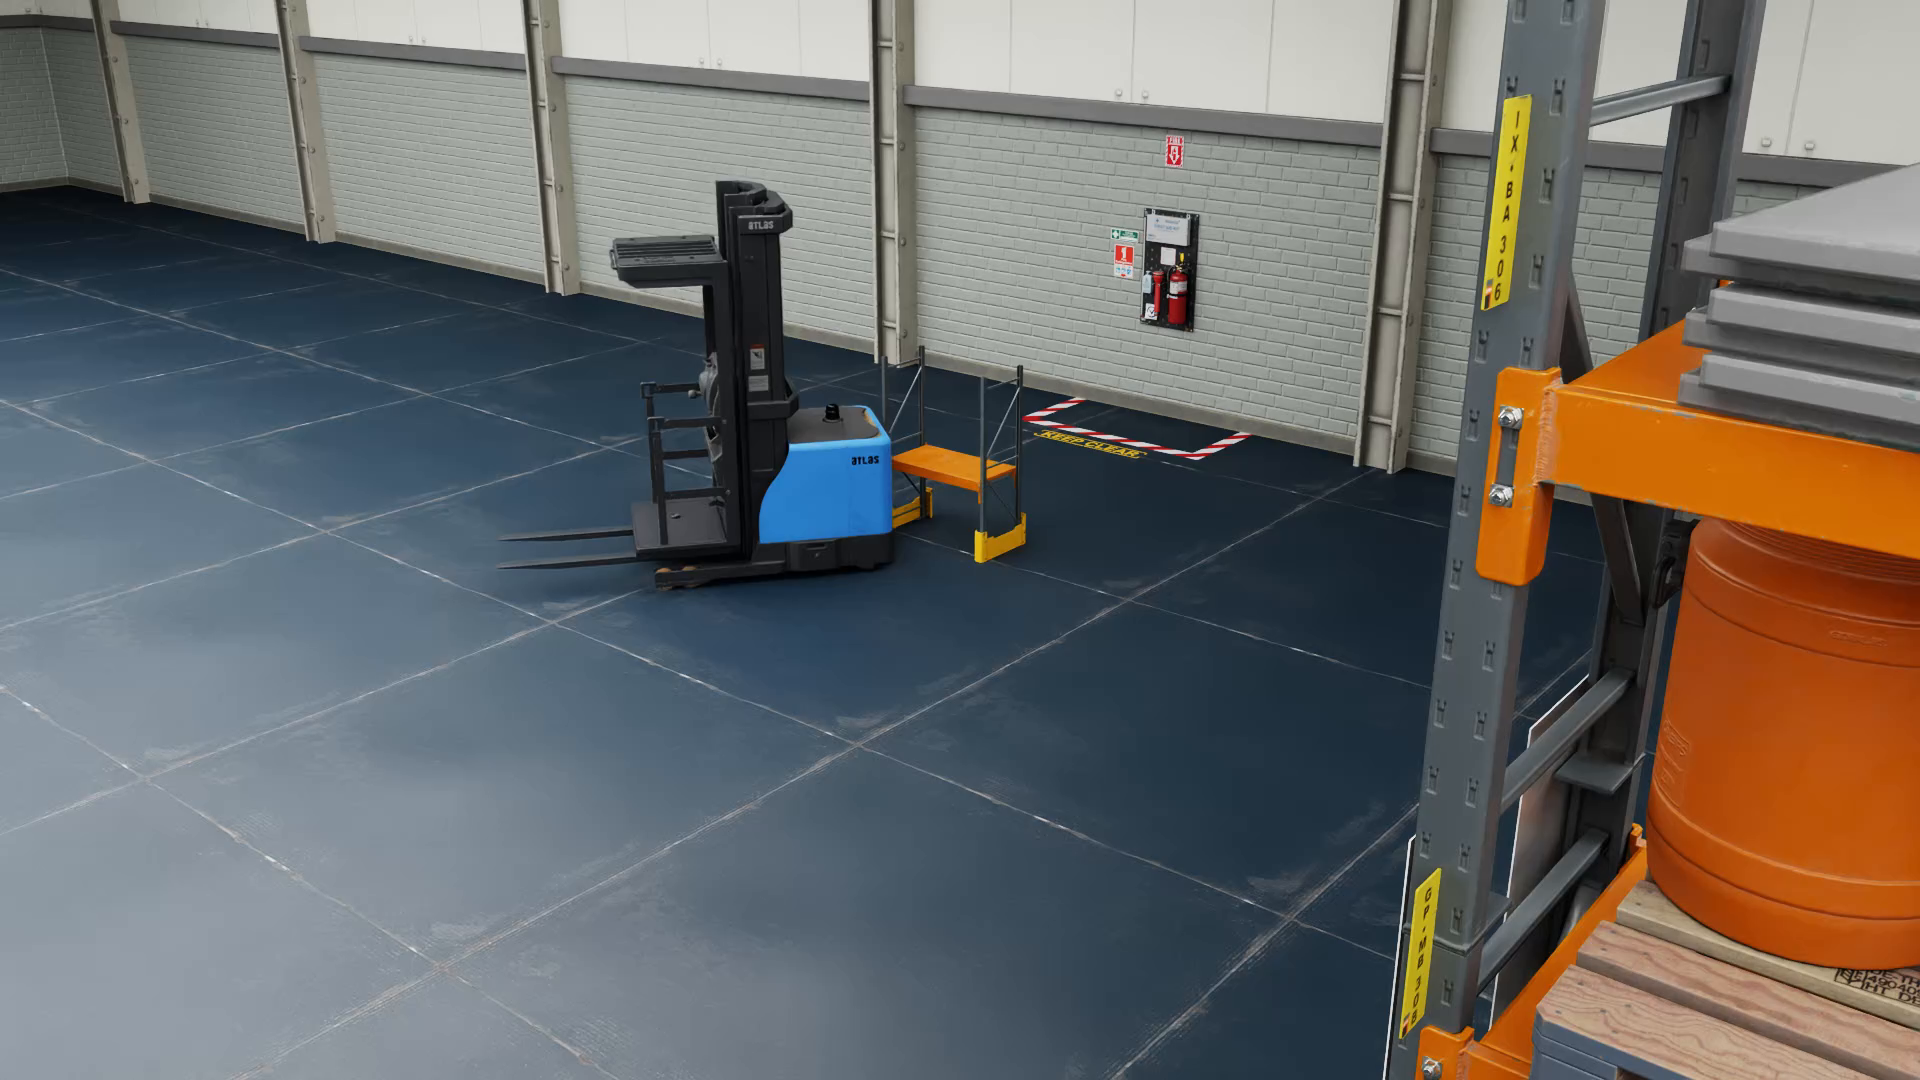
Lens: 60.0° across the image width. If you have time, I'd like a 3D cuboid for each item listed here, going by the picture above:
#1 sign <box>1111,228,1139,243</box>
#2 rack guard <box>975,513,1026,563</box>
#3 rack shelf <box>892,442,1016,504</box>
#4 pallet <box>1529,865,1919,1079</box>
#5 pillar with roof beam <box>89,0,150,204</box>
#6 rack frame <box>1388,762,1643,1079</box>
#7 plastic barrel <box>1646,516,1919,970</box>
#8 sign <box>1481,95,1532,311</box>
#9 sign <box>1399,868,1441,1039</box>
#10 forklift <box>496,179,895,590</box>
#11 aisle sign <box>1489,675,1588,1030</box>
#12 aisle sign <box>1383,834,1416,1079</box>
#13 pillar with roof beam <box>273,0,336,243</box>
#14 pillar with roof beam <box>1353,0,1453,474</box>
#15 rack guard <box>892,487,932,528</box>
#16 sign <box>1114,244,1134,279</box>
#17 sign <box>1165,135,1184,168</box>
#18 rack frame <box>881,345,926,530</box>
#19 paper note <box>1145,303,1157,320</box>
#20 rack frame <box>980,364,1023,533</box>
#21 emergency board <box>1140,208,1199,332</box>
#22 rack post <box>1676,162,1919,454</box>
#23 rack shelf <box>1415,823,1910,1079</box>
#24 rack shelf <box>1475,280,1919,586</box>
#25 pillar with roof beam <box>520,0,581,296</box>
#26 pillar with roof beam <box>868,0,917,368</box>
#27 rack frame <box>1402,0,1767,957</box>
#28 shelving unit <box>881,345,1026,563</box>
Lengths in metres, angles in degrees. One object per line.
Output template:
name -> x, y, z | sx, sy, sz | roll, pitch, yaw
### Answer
sign -> 1.659, -3.070, 16.757 | 0.331, 0.109, 0.001 | 16, 26, 36
rack guard -> 0.327, -0.023, 13.375 | 0.087, 0.250, 0.587 | 16, 26, 36
rack shelf -> -0.066, -0.552, 13.517 | 1.000, 0.185, 0.538 | 16, 26, 36
pallet -> 1.789, 0.927, 2.974 | 1.213, 0.211, 1.003 | 16, 26, 36
pillar with roof beam -> -17.401, -9.081, 24.994 | 0.400, 9.000, 9.100 | 16, 26, 36
rack frame -> 1.210, 2.031, 4.030 | 0.127, 3.000, 1.000 | 16, 26, 36
plastic barrel -> 1.667, 0.304, 3.156 | 0.708, 0.830, 0.600 | 16, 26, 36
sign -> 0.859, -0.529, 2.613 | 0.005, 0.325, 0.100 | 16, 26, 36
sign -> 0.859, 0.773, 3.103 | 0.005, 0.325, 0.100 | 16, 26, 36
forklift -> -2.087, -1.193, 12.677 | 3.031, 2.935, 1.130 | -5, 21, -12
aisle sign -> 1.342, 0.718, 3.830 | 0.004, 0.787, 0.394 | 16, 26, 36
aisle sign -> 0.969, 0.879, 3.402 | 0.004, 0.787, 0.394 | 16, 26, 36
pillar with roof beam -> -12.752, -7.742, 21.445 | 0.400, 9.000, 9.100 | 16, 26, 36
pillar with roof beam -> 1.193, -3.726, 10.795 | 0.400, 9.000, 9.100 | 16, 26, 36
rack guard -> -0.445, -0.245, 13.964 | 0.087, 0.250, 0.587 | 16, 26, 36
sign -> 1.661, -2.826, 16.860 | 0.234, 0.329, 0.001 | 16, 26, 36
sign -> 2.081, -3.771, 16.132 | 0.199, 0.298, 0.001 | 16, 26, 36
rack frame -> -0.460, -0.834, 13.755 | 0.032, 1.500, 0.500 | 16, 26, 36
paper note -> 1.931, -2.304, 16.775 | 0.142, 0.148, 0.016 | 16, 26, 36
rack frame -> 0.328, -0.607, 13.153 | 0.032, 1.500, 0.500 | 16, 26, 36
emergency board -> 2.024, -2.658, 16.464 | 0.643, 1.169, 0.194 | 16, 26, 36
rack post -> 1.715, -0.338, 2.521 | 0.937, 0.300, 0.954 | -19, 28, -41
rack shelf -> 2.759, 1.411, 2.445 | 4.000, 0.370, 1.077 | 16, 26, 36
rack shelf -> 2.759, 0.194, 1.986 | 4.000, 0.370, 1.077 | 16, 26, 36
pillar with roof beam -> -8.104, -6.403, 17.895 | 0.400, 9.000, 9.100 | 16, 26, 36
pillar with roof beam -> -3.456, -5.065, 14.345 | 0.400, 9.000, 9.100 | 16, 26, 36
rack frame -> 1.210, -0.776, 2.972 | 0.127, 3.000, 1.000 | 16, 26, 36
shelving unit -> -0.059, -0.719, 13.449 | 1.083, 1.500, 0.587 | 16, 26, 36
